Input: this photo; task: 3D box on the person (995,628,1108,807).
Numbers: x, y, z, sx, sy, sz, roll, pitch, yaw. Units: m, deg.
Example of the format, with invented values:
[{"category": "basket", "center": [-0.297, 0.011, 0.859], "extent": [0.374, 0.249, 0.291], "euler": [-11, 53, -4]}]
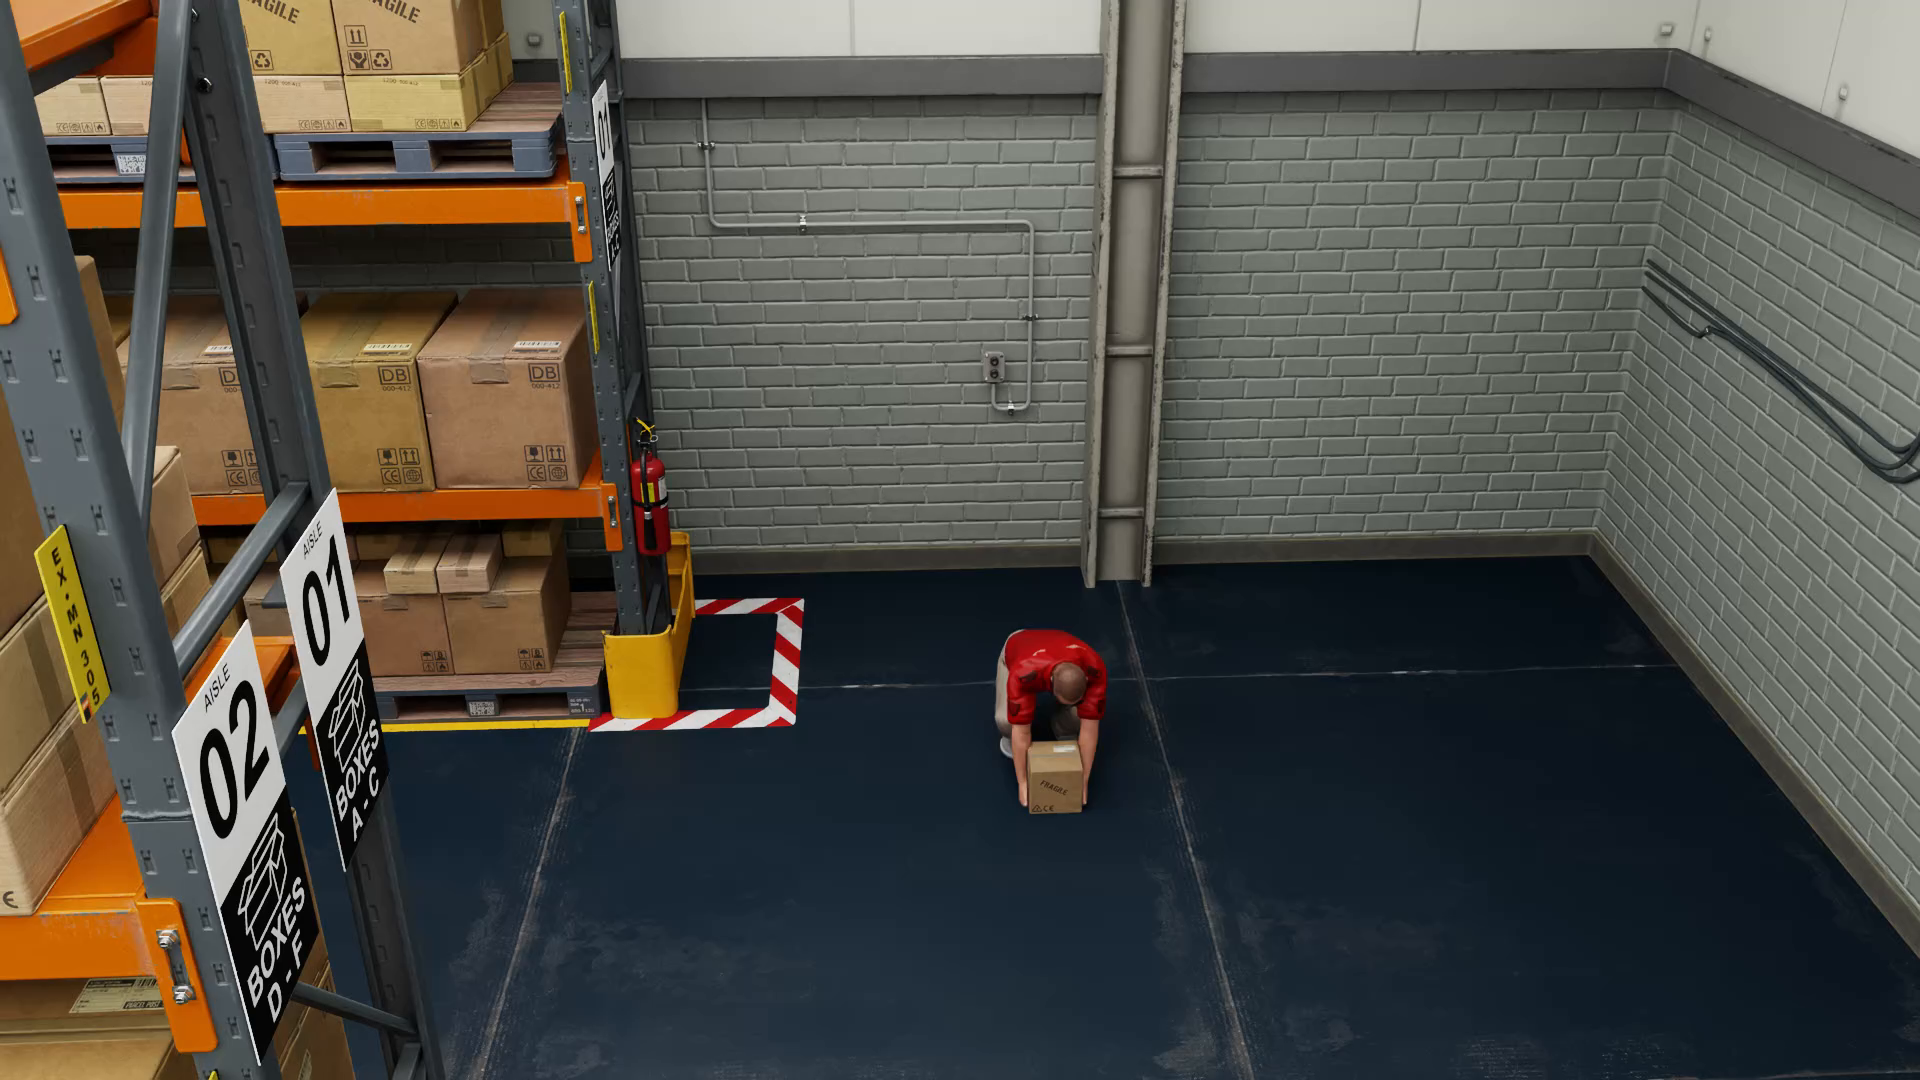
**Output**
[{"category": "person", "center": [0.434, 0.805, 8.213], "extent": [0.537, 0.862, 0.893], "euler": [-2, 27, -3]}]
